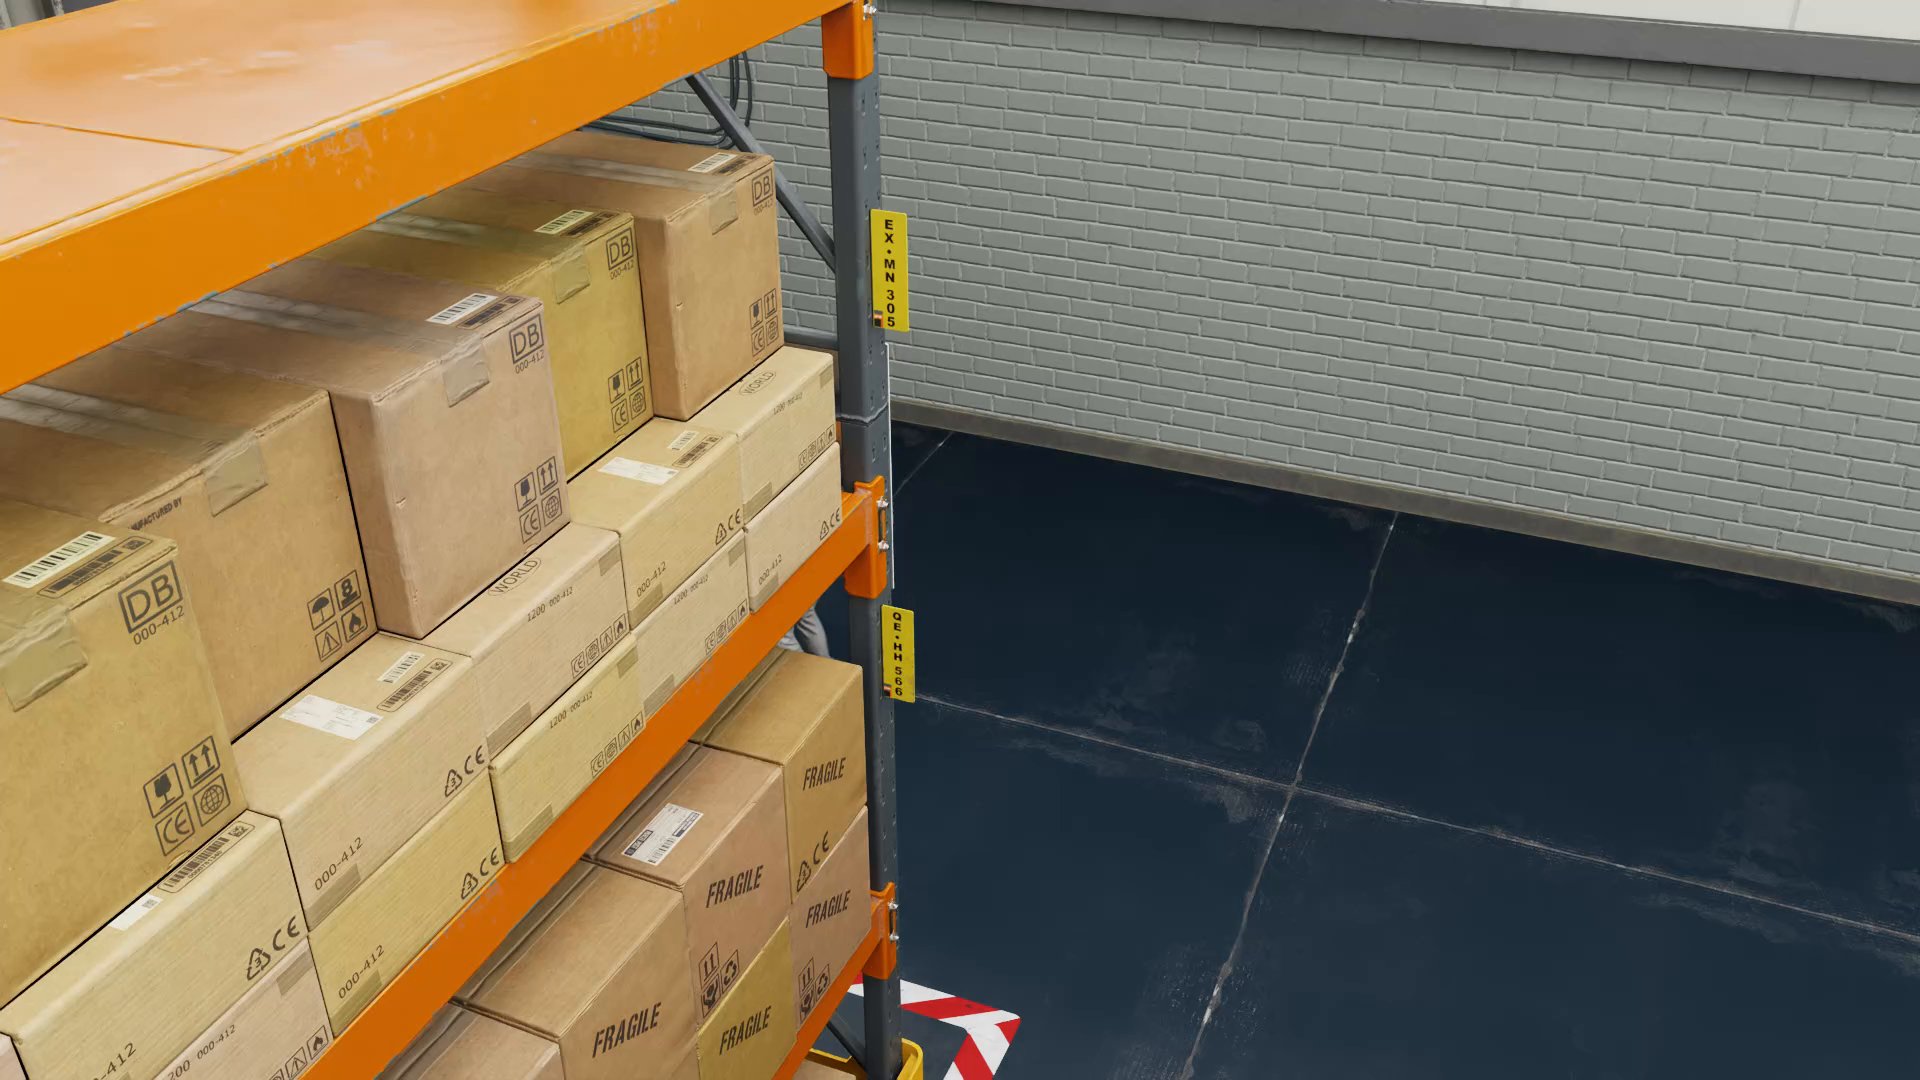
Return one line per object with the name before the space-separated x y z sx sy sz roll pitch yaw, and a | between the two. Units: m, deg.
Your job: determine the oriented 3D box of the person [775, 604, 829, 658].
person | -0.848 0.121 8.192 0.327 1.668 0.470 12 32 20
